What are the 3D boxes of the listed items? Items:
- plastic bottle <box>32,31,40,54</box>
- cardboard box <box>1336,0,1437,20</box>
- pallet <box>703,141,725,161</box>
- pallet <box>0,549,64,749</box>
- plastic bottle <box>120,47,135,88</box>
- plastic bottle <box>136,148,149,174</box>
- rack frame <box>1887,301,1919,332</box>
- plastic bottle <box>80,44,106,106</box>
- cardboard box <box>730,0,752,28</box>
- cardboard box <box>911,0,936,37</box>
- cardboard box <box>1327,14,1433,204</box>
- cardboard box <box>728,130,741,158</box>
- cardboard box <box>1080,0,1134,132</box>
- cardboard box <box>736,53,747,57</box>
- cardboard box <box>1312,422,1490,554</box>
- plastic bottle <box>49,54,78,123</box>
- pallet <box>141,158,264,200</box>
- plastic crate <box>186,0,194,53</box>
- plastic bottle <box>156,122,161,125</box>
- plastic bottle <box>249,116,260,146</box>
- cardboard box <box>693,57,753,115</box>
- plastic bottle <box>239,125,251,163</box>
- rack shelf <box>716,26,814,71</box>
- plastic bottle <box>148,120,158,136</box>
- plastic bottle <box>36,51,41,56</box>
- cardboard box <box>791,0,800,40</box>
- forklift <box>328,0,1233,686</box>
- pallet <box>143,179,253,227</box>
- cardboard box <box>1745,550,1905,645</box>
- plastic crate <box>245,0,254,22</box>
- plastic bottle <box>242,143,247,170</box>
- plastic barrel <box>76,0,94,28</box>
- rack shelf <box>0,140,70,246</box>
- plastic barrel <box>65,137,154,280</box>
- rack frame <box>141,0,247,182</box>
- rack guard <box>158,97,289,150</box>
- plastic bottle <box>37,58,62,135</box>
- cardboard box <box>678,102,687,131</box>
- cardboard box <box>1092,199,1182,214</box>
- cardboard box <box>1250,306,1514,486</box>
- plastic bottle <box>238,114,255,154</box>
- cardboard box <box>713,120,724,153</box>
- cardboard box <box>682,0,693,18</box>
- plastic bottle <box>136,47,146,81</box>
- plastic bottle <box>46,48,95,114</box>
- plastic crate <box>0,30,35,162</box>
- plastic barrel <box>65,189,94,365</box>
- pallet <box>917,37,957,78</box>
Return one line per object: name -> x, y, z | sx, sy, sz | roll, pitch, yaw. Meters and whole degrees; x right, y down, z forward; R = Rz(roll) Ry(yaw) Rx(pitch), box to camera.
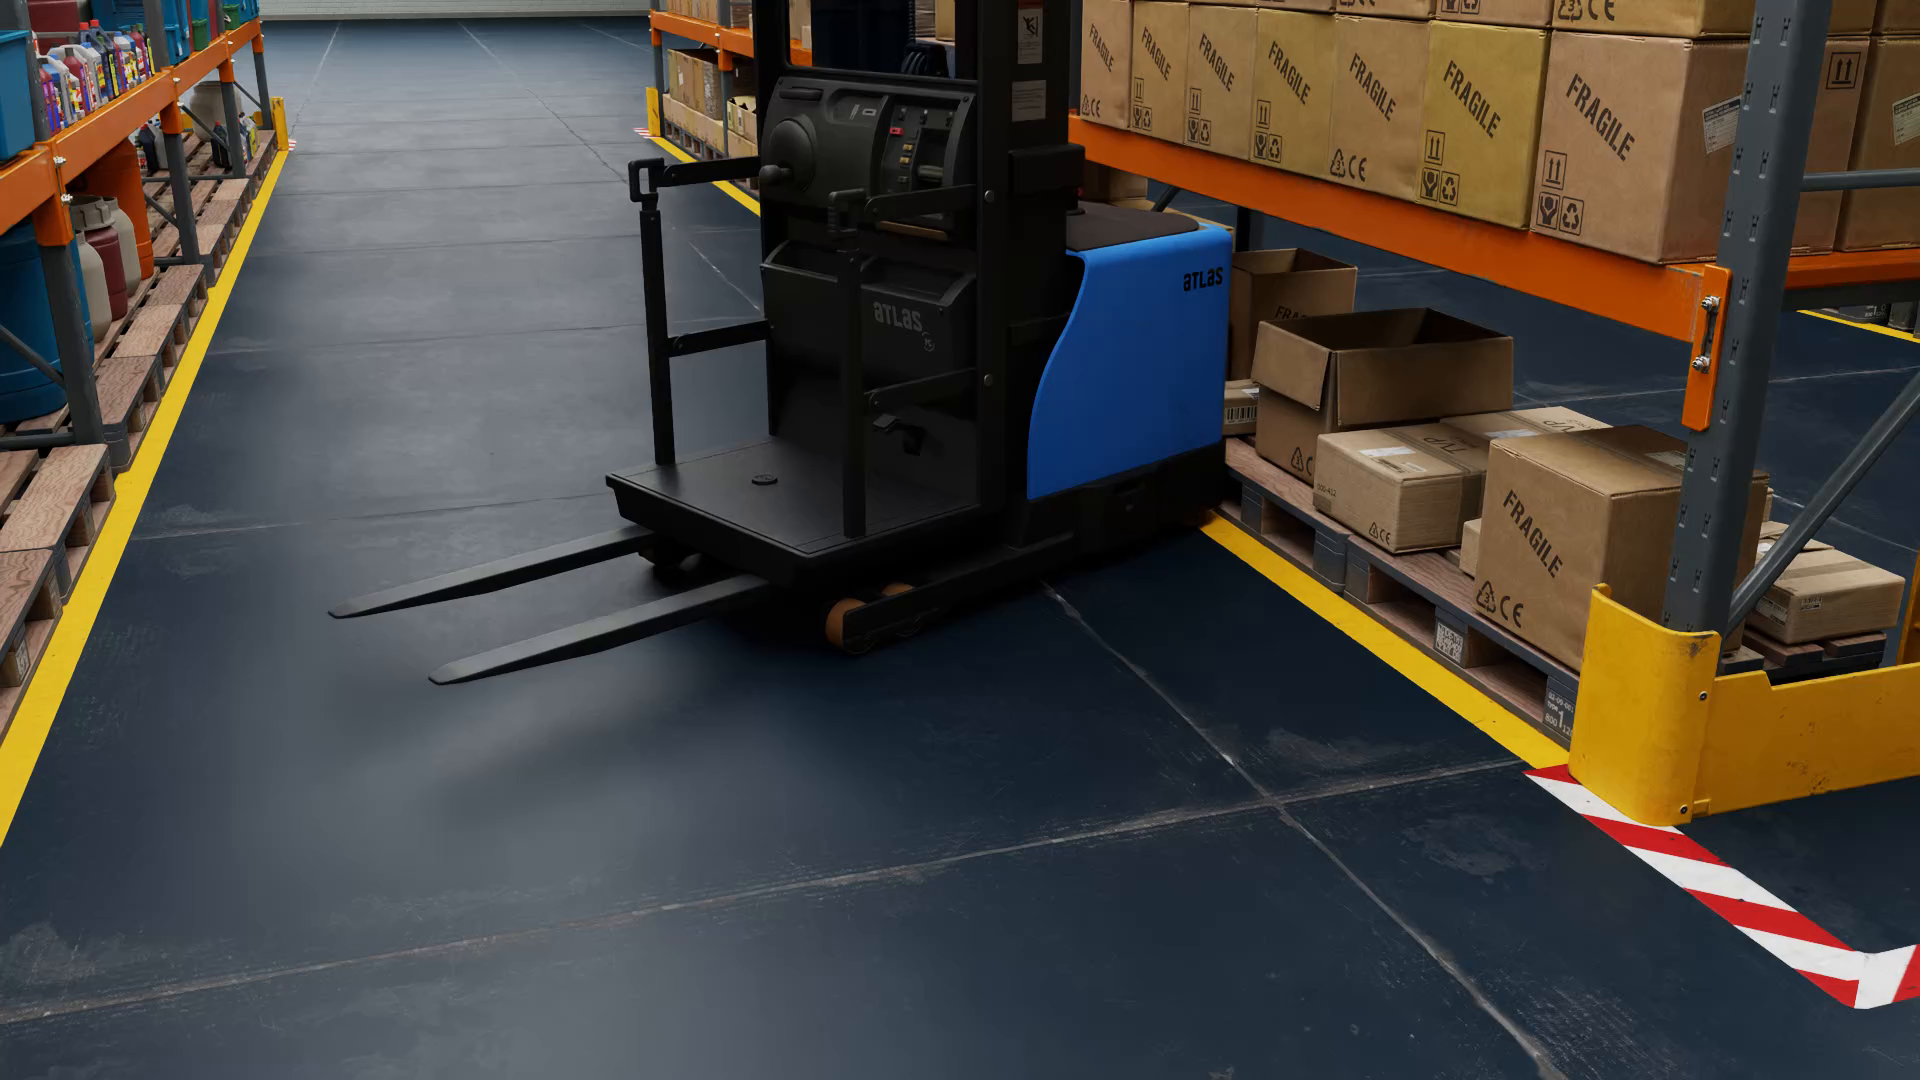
plastic bottle -> -5.074, -2.636, 9.000 | 0.152, 0.276, 0.135 | -6, 21, -17
cardboard box -> 1.442, -1.768, 4.774 | 0.500, 0.500, 0.500 | -6, 21, -16
pallet -> -1.812, -3.607, 15.647 | 1.003, 0.211, 1.213 | -6, 21, -17
pallet -> -3.136, 0.369, 4.577 | 1.003, 0.211, 1.213 | -6, 21, -17
plastic bottle -> -4.271, -2.404, 8.466 | 0.097, 0.201, 0.097 | 0, 20, 0
plastic bottle -> -6.715, -3.108, 13.621 | 0.097, 0.201, 0.097 | 0, 20, 0
rack frame -> 5.614, -2.620, 8.774 | 1.000, 3.000, 0.127 | -6, 21, -17
plastic bottle -> -3.949, -2.108, 7.537 | 0.097, 0.271, 0.097 | 0, 20, 0
cardboard box -> -1.747, -4.849, 14.830 | 0.700, 0.500, 0.500 | -7, 21, -19
cardboard box -> 0.067, -3.117, 9.388 | 0.700, 0.500, 0.500 | -3, 20, -7
cardboard box -> 1.453, -1.298, 4.944 | 0.500, 0.500, 0.500 | -6, 21, -17
cardboard box -> -1.710, -3.408, 14.413 | 0.500, 0.250, 0.500 | -7, 21, -19
cardboard box -> 0.814, -1.947, 6.752 | 0.500, 0.500, 0.500 | -6, 21, -16
cardboard box -> -1.924, -4.579, 16.566 | 0.500, 0.500, 0.500 | -6, 21, -17
cardboard box -> 1.495, -0.178, 5.392 | 0.500, 0.250, 0.500 | -6, 21, -17
plastic bottle -> -3.700, -1.853, 6.830 | 0.097, 0.271, 0.097 | 0, 20, 0
pallet -> -6.477, -3.042, 14.074 | 1.003, 0.211, 1.213 | -6, 21, -17
plastic crate -> -5.265, -3.432, 10.940 | 0.402, 0.464, 0.583 | -6, 21, -17
plastic bottle -> -7.181, -3.616, 14.933 | 0.097, 0.271, 0.097 | 0, 20, 0
plastic bottle -> -6.515, -3.769, 15.339 | 0.061, 0.283, 0.133 | -6, 21, -16
cardboard box -> -2.262, -4.364, 15.965 | 0.500, 0.500, 0.500 | -6, 21, -17
plastic bottle -> -6.165, -3.398, 14.208 | 0.144, 0.351, 0.185 | -6, 21, -16
rack shelf -> -0.973, -3.679, 12.787 | 1.077, 0.370, 4.000 | -6, 21, -17
plastic bottle -> -6.943, -3.436, 14.314 | 0.144, 0.351, 0.185 | -7, 21, -18
plastic bottle -> -4.010, -1.979, 7.172 | 0.152, 0.276, 0.135 | -6, 21, -17
cardboard box -> -1.053, -4.129, 12.826 | 0.500, 0.500, 0.500 | -6, 21, -17
forklift -> -0.454, -1.235, 5.020 | 3.031, 2.935, 1.130 | -18, 26, -40
pallet -> -6.022, -2.574, 12.772 | 1.003, 0.211, 1.213 | -6, 21, -17
cardboard box -> 2.365, 0.155, 4.614 | 0.380, 0.149, 0.250 | -6, 21, -17
plastic crate -> -6.922, -5.010, 15.649 | 0.499, 0.251, 0.408 | -6, 21, -17
plastic bottle -> -5.989, -3.207, 13.792 | 0.097, 0.271, 0.097 | 0, 20, 0
plastic barrel -> -5.574, -3.211, 10.254 | 0.421, 0.512, 0.421 | 0, 20, 0
rack shelf -> -3.162, -0.587, 4.178 | 1.077, 0.370, 4.000 | -6, 21, -17
plastic barrel -> -4.878, -1.872, 9.281 | 0.600, 0.830, 0.708 | -6, 21, -17
rack frame -> -6.305, -4.135, 12.990 | 1.000, 3.000, 0.127 | -6, 21, -17
rack guard -> -7.494, -4.222, 16.933 | 1.175, 0.500, 0.348 | -6, 21, -17
plastic bottle -> -3.543, -1.718, 6.436 | 0.061, 0.283, 0.133 | -6, 21, -17
cardboard box -> -2.584, -4.331, 16.983 | 0.500, 0.250, 0.500 | -6, 21, -17
cardboard box -> 0.814, -1.474, 8.631 | 0.500, 0.500, 0.500 | -6, 21, -16
cardboard box -> 1.508, -0.522, 5.975 | 0.797, 0.503, 0.637 | -6, 21, -17
plastic bottle -> -6.358, -3.595, 14.756 | 0.144, 0.351, 0.185 | -7, 21, -18
cardboard box -> -1.955, -3.689, 15.196 | 0.500, 0.250, 0.500 | -6, 21, -17
cardboard box -> -2.404, -5.511, 16.675 | 0.700, 0.500, 0.500 | -6, 21, -17
plastic bottle -> -4.424, -2.560, 8.900 | 0.097, 0.201, 0.097 | 0, 20, 0
plastic bottle -> -3.866, -1.995, 7.217 | 0.152, 0.276, 0.135 | -6, 21, -17
plastic crate -> -3.320, -1.475, 5.519 | 0.392, 0.384, 0.575 | -6, 21, -17
plastic barrel -> -4.168, -1.181, 7.250 | 0.600, 0.901, 0.708 | -6, 21, -17
pallet -> 0.271, -2.662, 9.175 | 1.003, 0.211, 1.213 | -6, 21, -17
